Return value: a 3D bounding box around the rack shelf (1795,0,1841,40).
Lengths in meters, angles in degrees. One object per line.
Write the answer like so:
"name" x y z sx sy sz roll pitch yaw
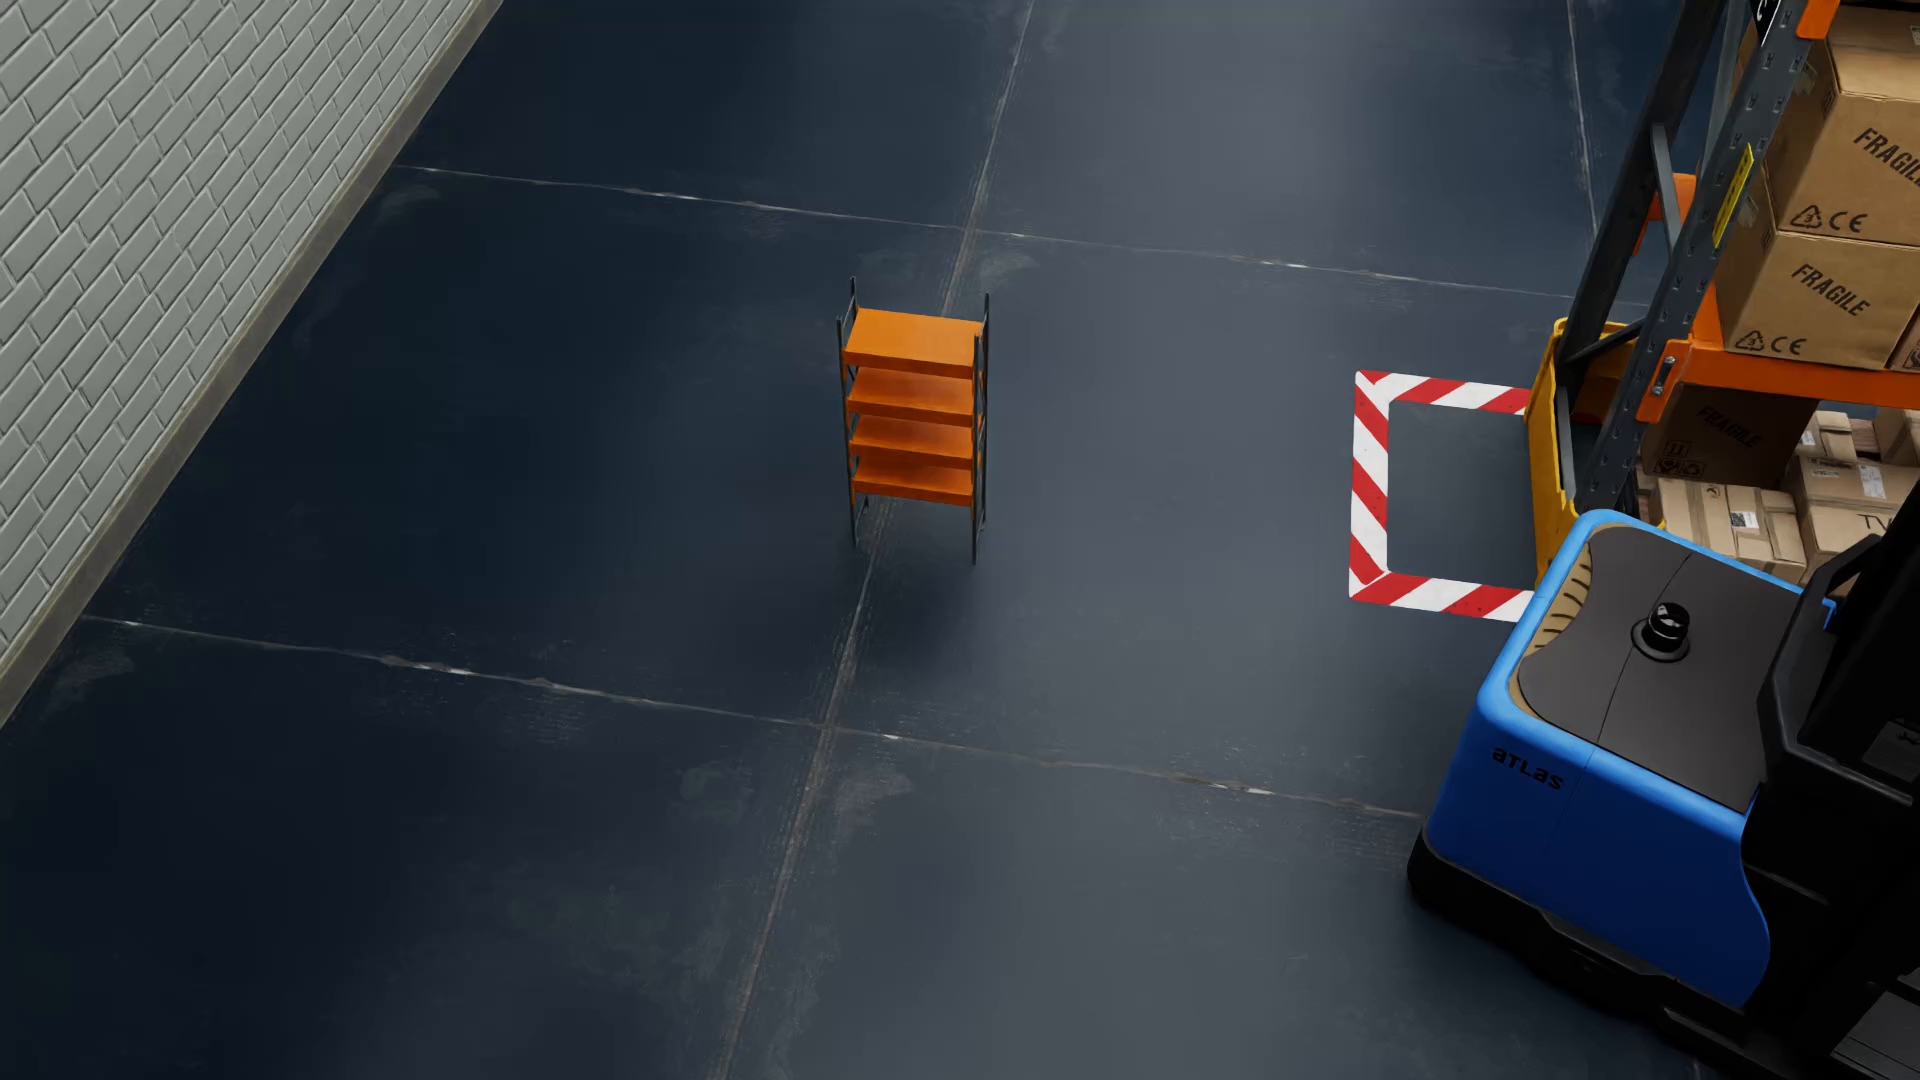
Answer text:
"rack shelf" 4.415 -1.653 4.658 4.000 0.370 1.077 8 49 7

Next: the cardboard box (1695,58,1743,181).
"cardboard box" 2.936 -1.329 5.832 0.500 0.500 0.500 9 49 8

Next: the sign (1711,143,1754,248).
"sign" 2.351 -1.047 5.065 0.005 0.325 0.100 8 49 7

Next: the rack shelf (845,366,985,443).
"rack shelf" -0.163 -0.527 6.179 0.480 0.148 0.258 8 49 7

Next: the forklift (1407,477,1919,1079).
"forklift" 3.019 0.521 4.284 3.031 2.935 1.130 26 53 22

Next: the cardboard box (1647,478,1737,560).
"cardboard box" 2.798 -0.043 6.364 0.250 0.149 0.380 8 49 7

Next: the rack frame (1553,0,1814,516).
"rack frame" 2.447 -1.155 5.743 0.127 3.000 1.000 8 49 7

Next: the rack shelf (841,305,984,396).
"rack shelf" -0.163 -0.686 6.003 0.480 0.148 0.258 8 49 7

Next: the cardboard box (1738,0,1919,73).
"cardboard box" 2.934 -1.665 5.462 0.500 0.500 0.500 7 48 6

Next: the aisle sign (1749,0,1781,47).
"aisle sign" 2.327 -1.818 4.591 0.004 0.787 0.394 8 49 7

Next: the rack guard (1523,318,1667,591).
"rack guard" 2.522 -0.310 6.664 0.348 0.500 1.175 8 49 7

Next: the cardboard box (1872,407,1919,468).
"cardboard box" 3.955 -0.344 6.567 0.500 0.250 0.500 8 49 7

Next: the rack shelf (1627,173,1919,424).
"rack shelf" 4.415 -0.650 5.773 4.000 0.370 1.077 8 49 7

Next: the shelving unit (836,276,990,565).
"shelving unit" -0.163 -0.423 6.295 0.503 1.200 0.258 8 49 7

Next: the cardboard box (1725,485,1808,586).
"cardboard box" 3.044 -0.015 6.328 0.250 0.166 0.380 8 49 7

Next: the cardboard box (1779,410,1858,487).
"cardboard box" 3.408 -0.344 6.624 0.250 0.166 0.380 8 49 7

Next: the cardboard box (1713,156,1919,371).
"cardboard box" 2.837 -0.937 5.480 0.500 0.500 0.500 9 49 8

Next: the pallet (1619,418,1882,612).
"pallet" 3.306 -0.108 6.678 1.213 0.211 1.003 8 49 7

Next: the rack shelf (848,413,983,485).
"rack shelf" -0.163 -0.378 6.345 0.480 0.148 0.258 8 49 7

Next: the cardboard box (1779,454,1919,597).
"cardboard box" 3.424 -0.038 6.292 0.500 0.250 0.500 8 49 7

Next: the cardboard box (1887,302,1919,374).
"cardboard box" 3.345 -0.873 5.422 0.500 0.500 0.500 7 48 6

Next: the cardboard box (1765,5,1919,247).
"cardboard box" 2.837 -1.271 5.108 0.500 0.500 0.500 9 49 8

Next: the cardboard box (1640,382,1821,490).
"cardboard box" 3.026 -0.575 6.607 0.500 0.500 0.500 8 49 7

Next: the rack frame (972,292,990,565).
"rack frame" 0.077 -0.391 6.266 0.015 1.200 0.240 8 49 7

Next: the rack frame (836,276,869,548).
"rack frame" -0.403 -0.455 6.324 0.015 1.200 0.240 8 49 7

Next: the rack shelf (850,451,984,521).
"rack shelf" -0.163 -0.245 6.493 0.480 0.148 0.258 8 49 7
